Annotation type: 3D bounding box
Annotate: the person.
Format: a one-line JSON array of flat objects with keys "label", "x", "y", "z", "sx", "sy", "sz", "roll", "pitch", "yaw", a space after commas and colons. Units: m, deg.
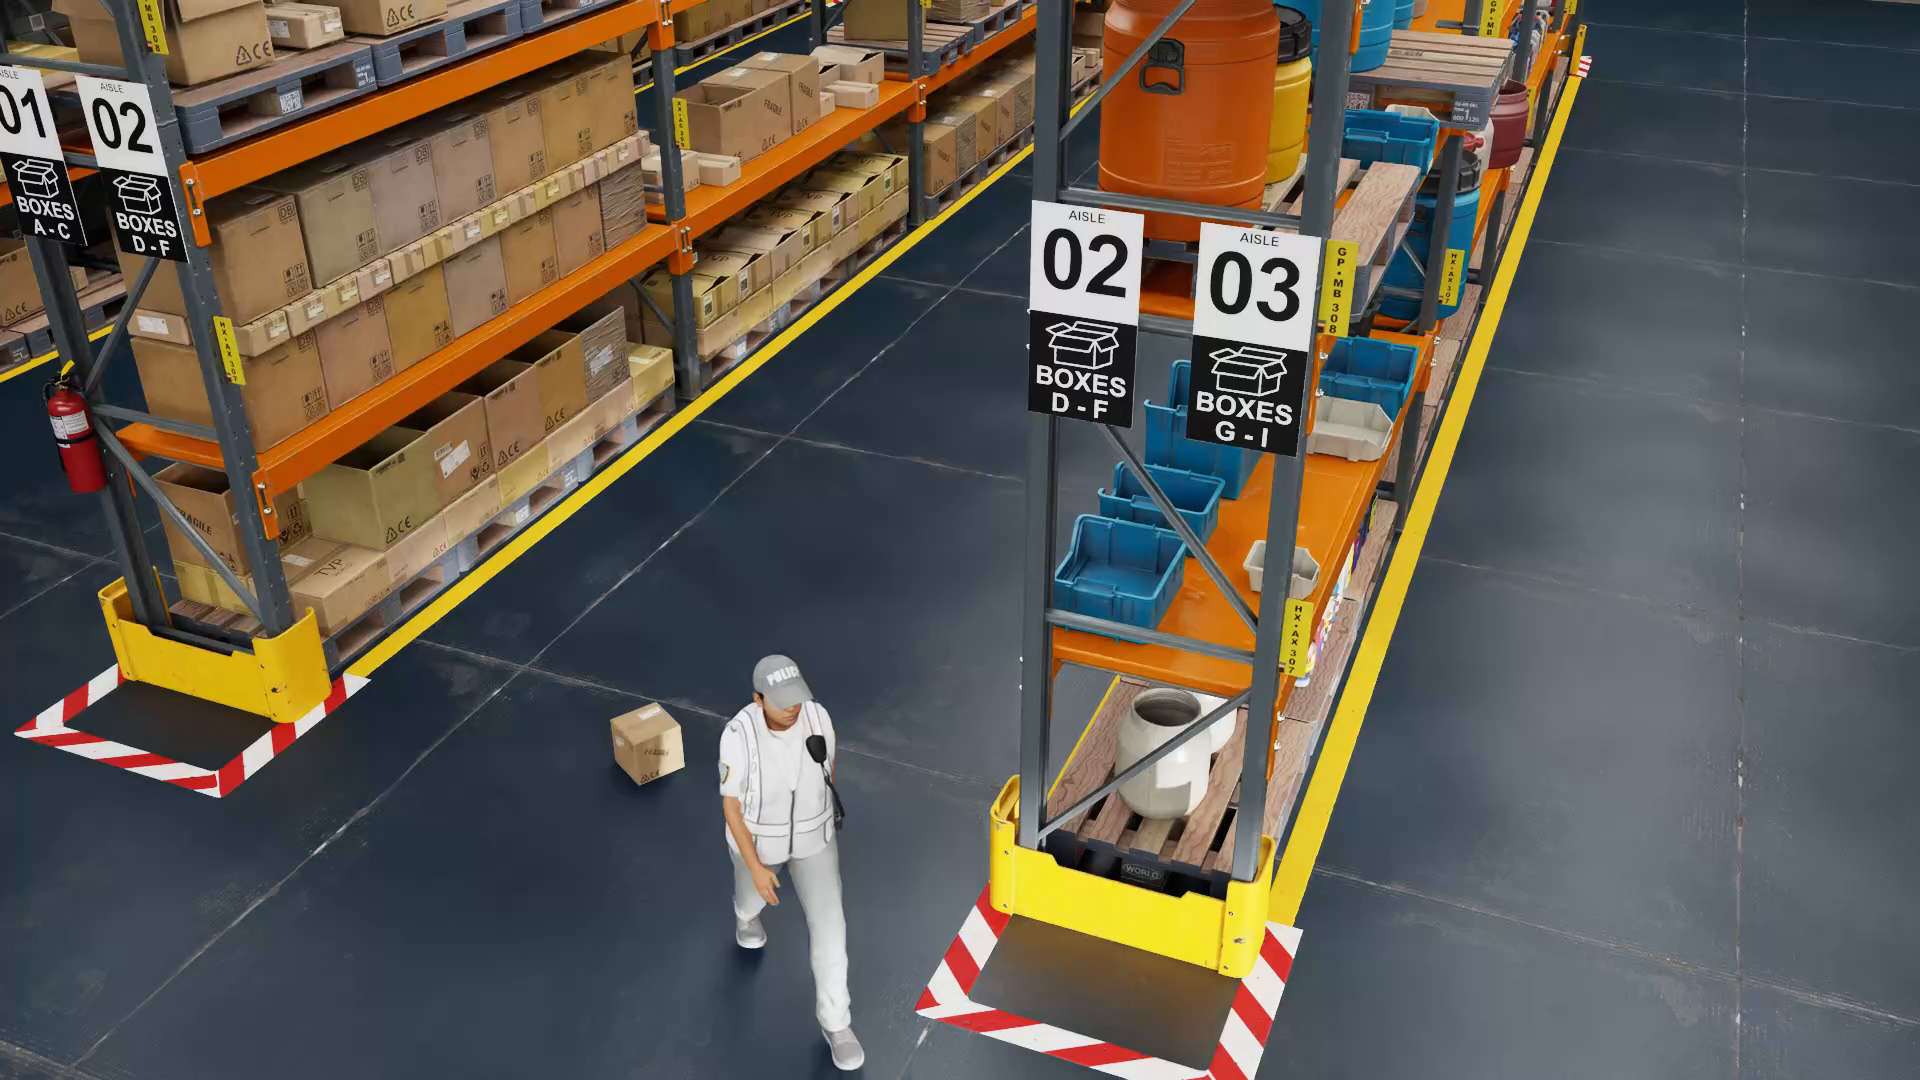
[{"label": "person", "x": -0.671, "y": 1.147, "z": 6.388, "sx": 0.469, "sy": 1.604, "sz": 1.044, "roll": -8, "pitch": 31, "yaw": -14}]
